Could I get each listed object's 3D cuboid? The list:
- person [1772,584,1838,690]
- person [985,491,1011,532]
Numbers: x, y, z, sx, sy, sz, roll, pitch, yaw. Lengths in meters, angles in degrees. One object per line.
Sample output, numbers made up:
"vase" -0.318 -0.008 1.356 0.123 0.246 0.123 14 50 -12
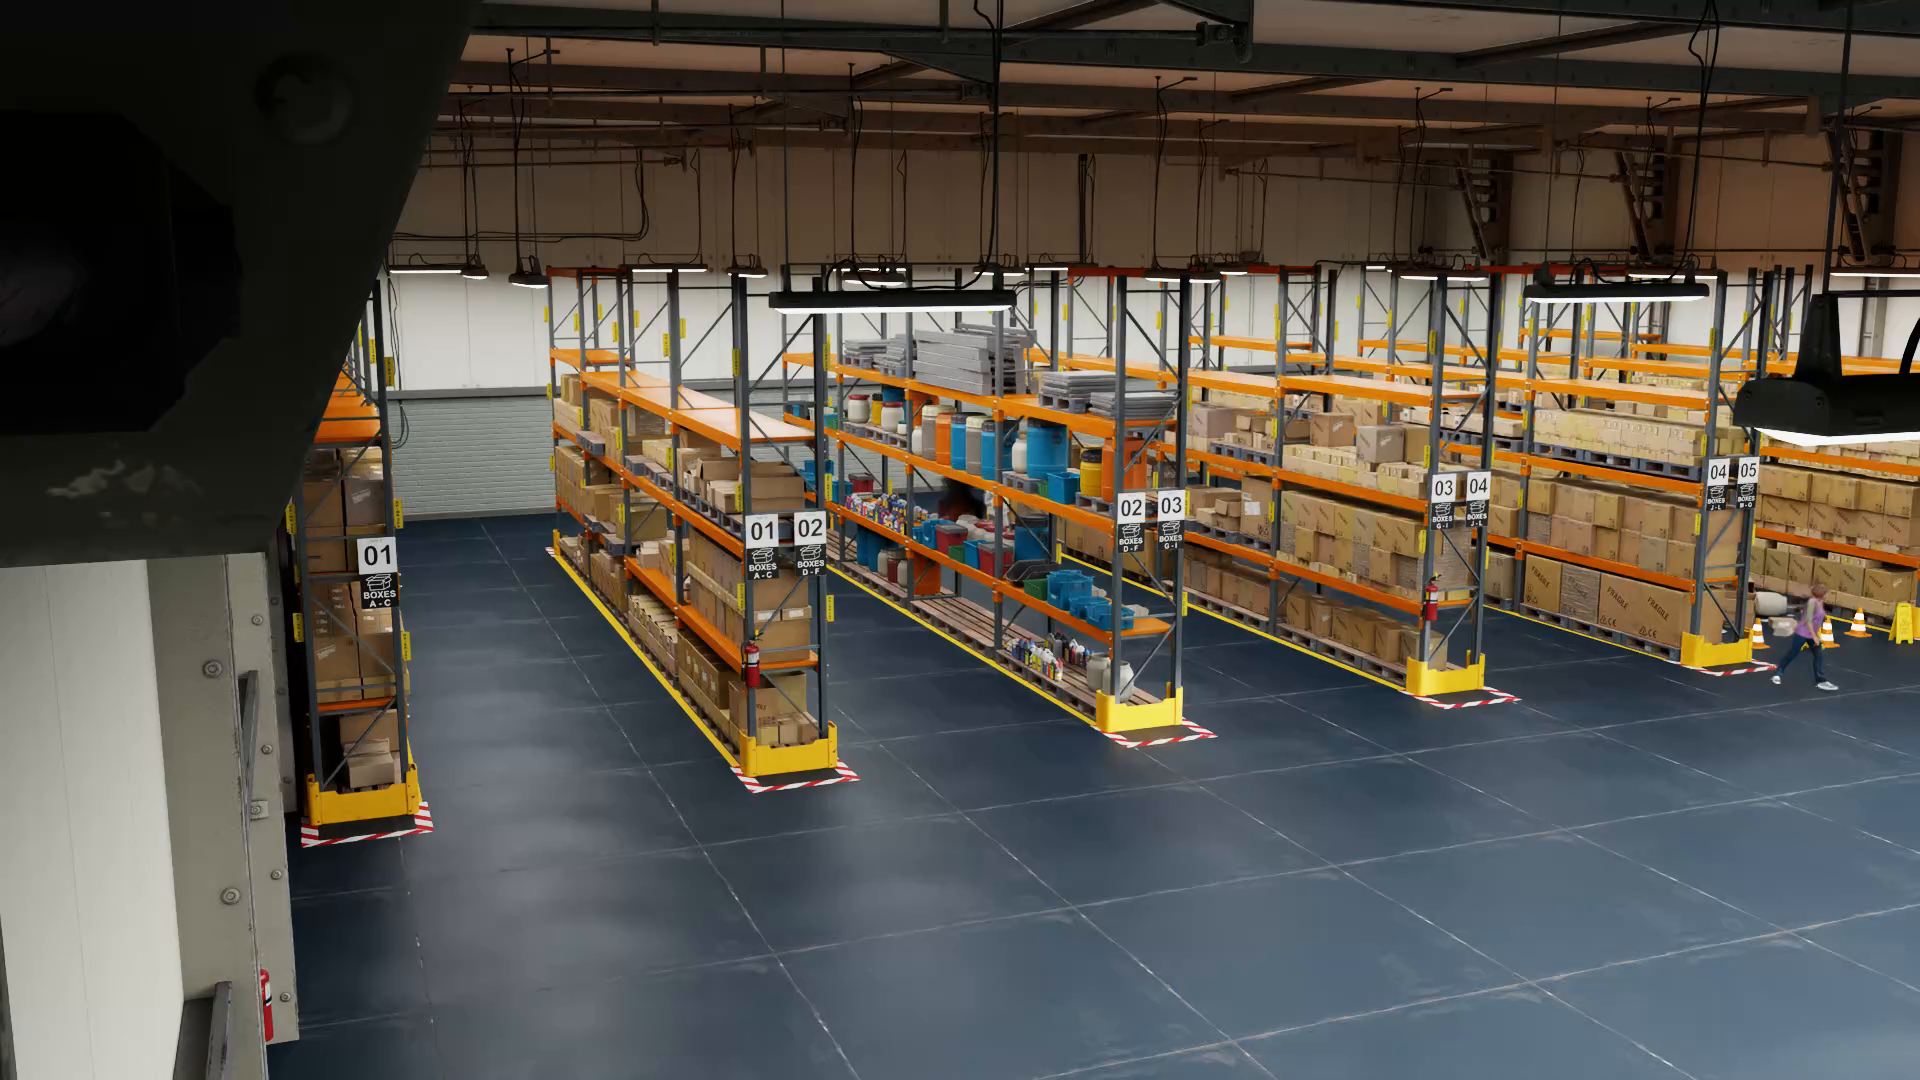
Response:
"person" 12.359 1.387 24.228 0.546 1.543 0.846 -8 13 -40
"person" 0.808 -0.520 34.550 0.627 1.805 0.813 -3 10 -19
